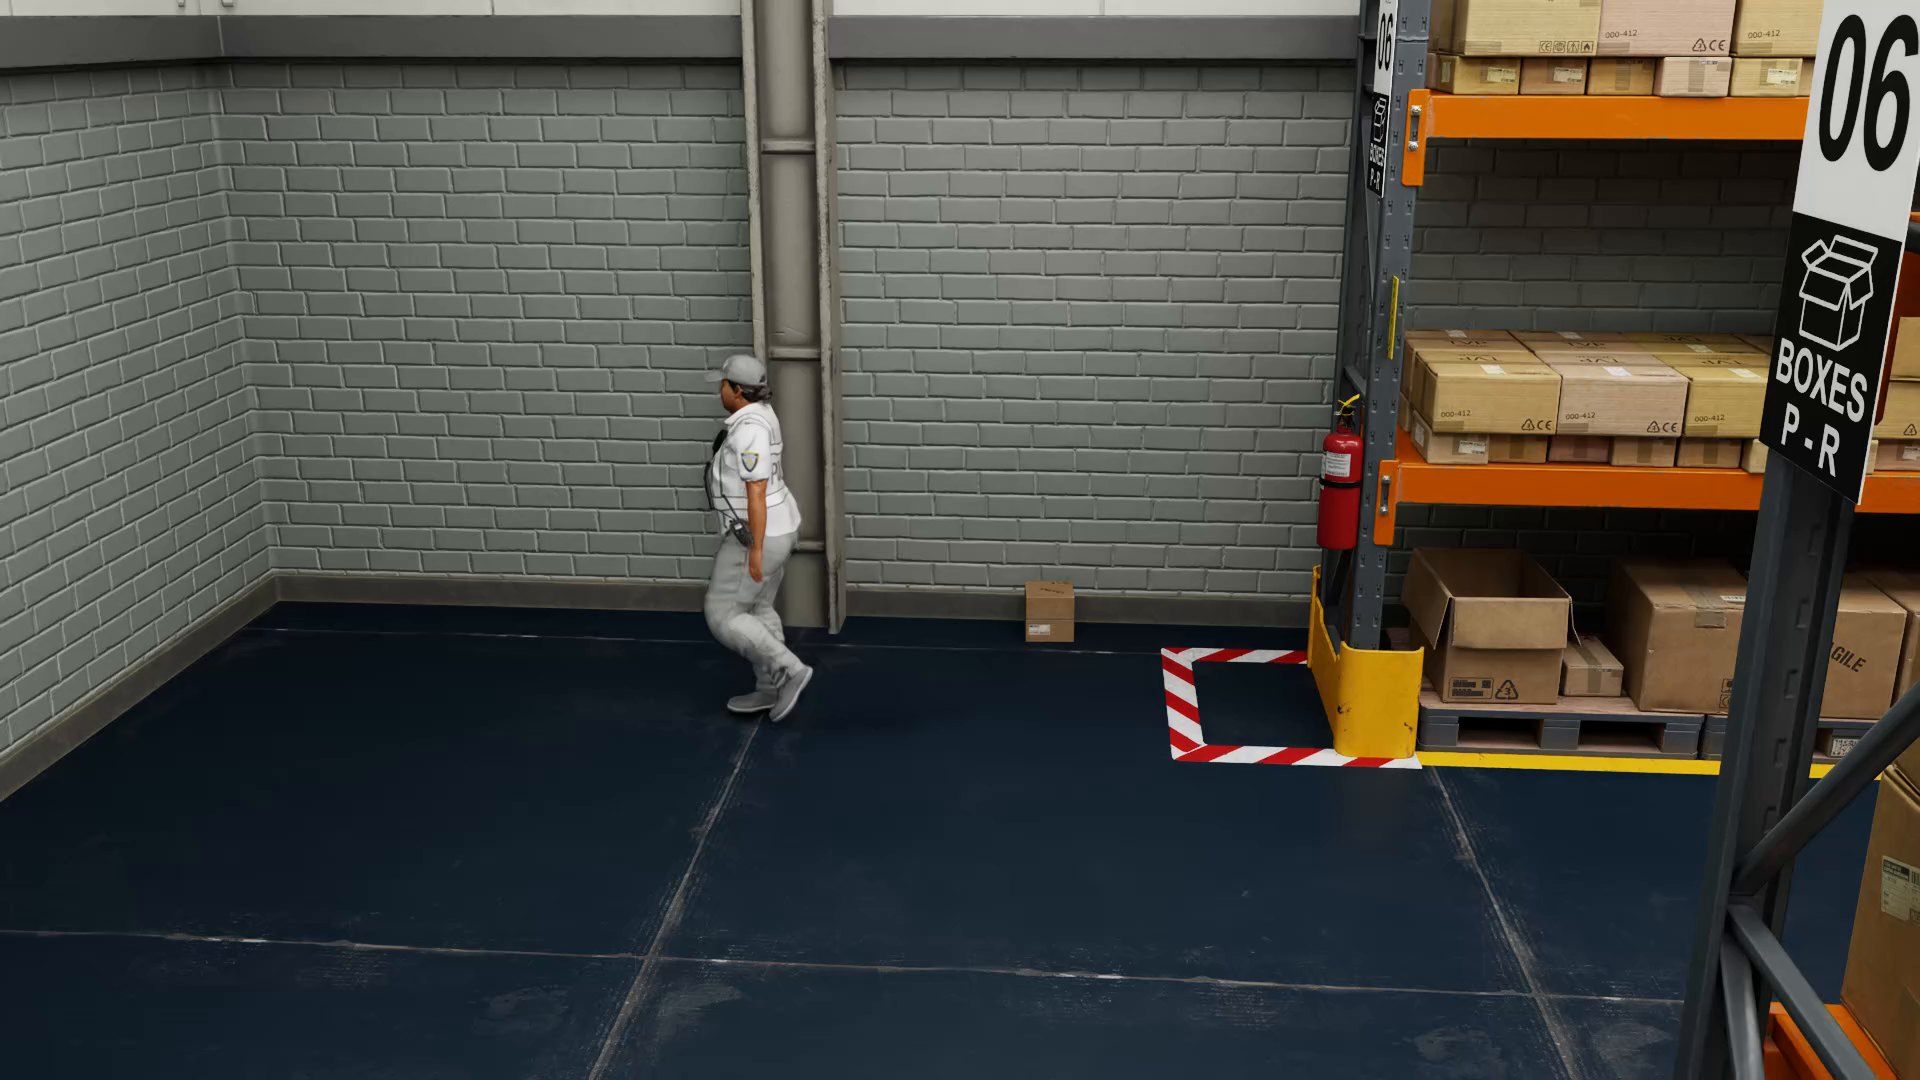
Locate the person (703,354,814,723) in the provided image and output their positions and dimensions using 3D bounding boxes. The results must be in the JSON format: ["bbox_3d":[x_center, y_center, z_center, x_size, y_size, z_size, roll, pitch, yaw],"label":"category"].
[{"bbox_3d":[-0.897,-0.011,7.511,0.478,1.656,0.516,1,18,2],"label":"person"}]
